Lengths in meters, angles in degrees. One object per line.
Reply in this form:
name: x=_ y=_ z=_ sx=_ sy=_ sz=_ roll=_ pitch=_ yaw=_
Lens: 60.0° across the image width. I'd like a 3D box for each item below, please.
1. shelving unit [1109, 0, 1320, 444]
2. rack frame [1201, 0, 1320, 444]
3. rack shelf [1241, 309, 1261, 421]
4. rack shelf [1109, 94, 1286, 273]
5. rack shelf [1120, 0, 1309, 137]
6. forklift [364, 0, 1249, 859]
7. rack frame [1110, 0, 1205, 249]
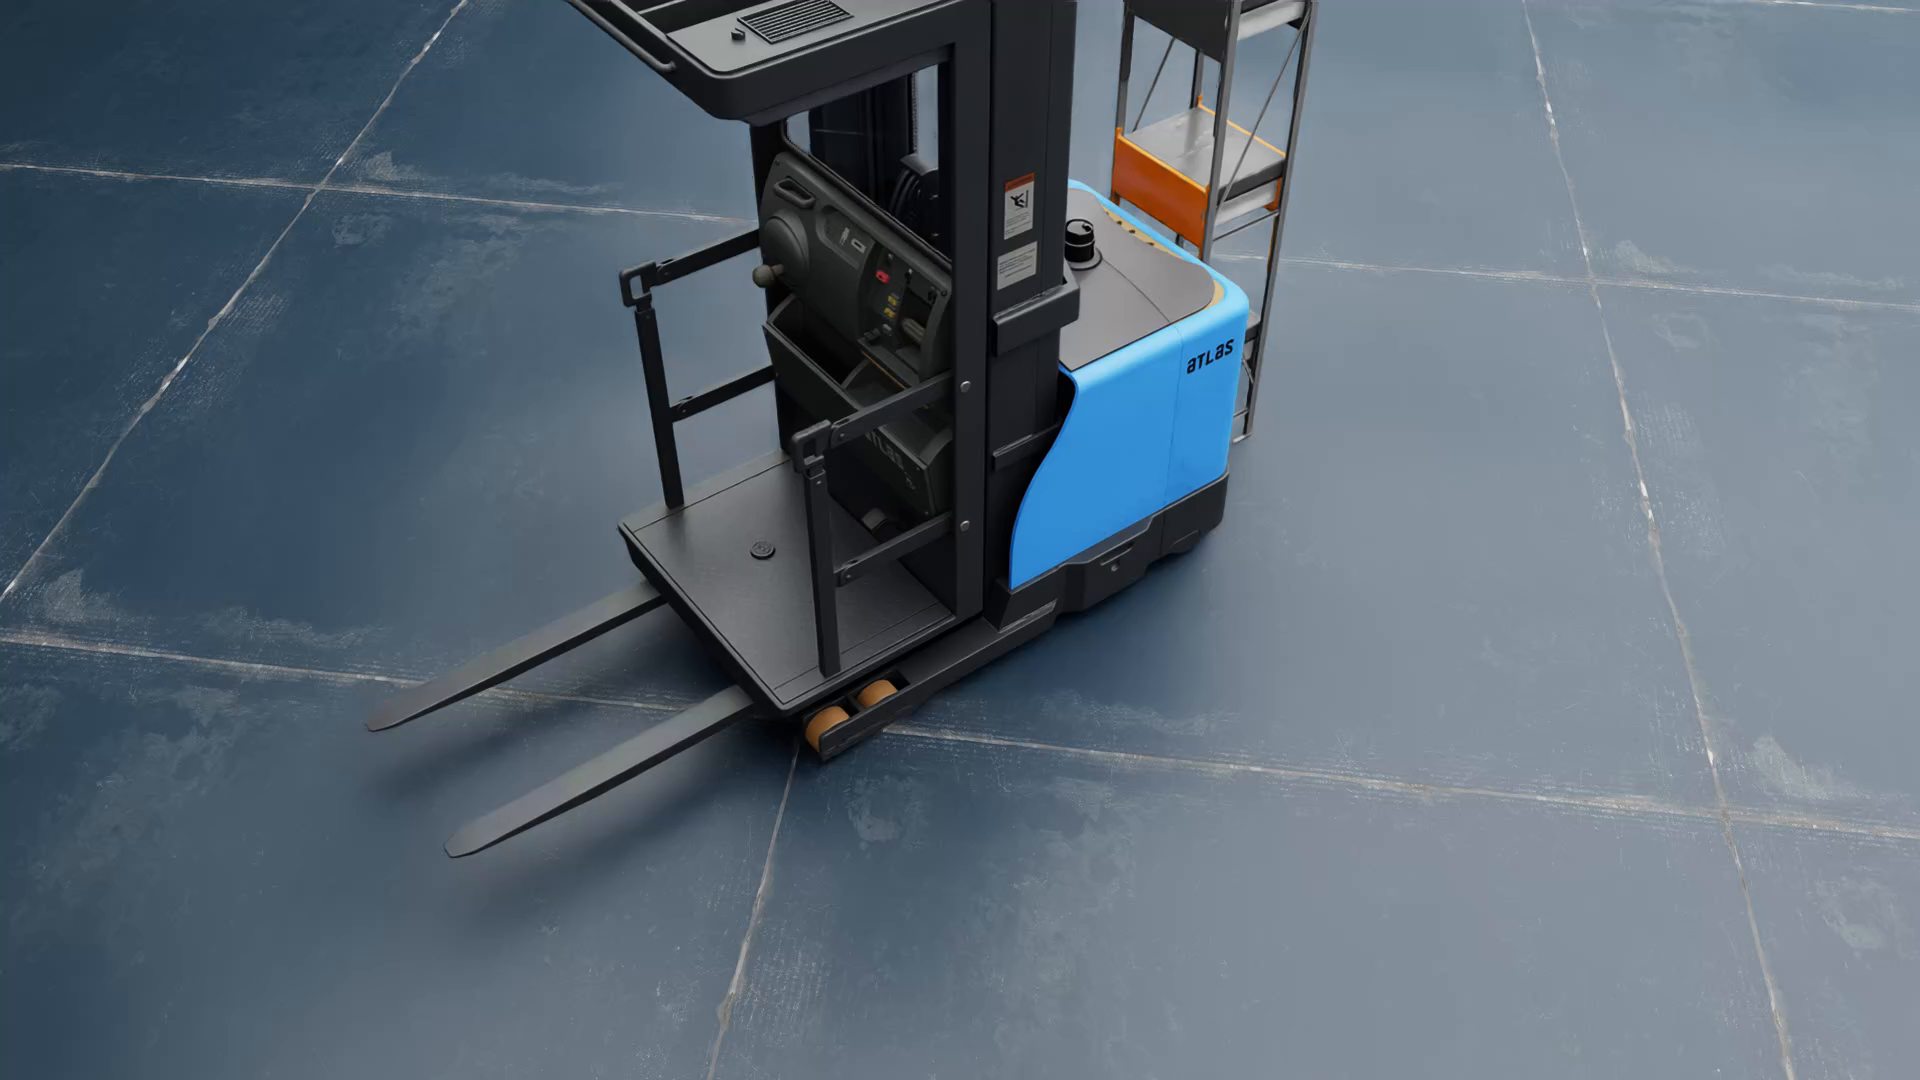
shelving unit: x=0.862 y=-1.238 z=6.030 sx=0.431 sy=2.100 sz=0.503 roll=-27 pitch=50 yaw=-26
rack frame: x=1.008 y=-1.104 z=5.888 sx=0.400 sy=2.100 sz=0.015 roll=-27 pitch=50 yaw=-26
rack shelf: x=0.861 y=-0.720 z=6.520 sx=0.431 sy=0.518 sz=0.480 roll=-27 pitch=50 yaw=-26
rack shelf: x=0.862 y=-1.228 z=6.039 sx=0.431 sy=0.518 sz=0.480 roll=-27 pitch=50 yaw=-26
rack shelf: x=0.863 y=-1.737 z=5.559 sx=0.431 sy=0.518 sz=0.480 roll=-27 pitch=50 yaw=-26
forklift: x=-0.496 y=-0.765 z=4.926 sx=3.031 sy=2.935 sz=1.130 roll=-27 pitch=50 yaw=-26
rack frame: x=0.716 y=-1.373 z=6.172 sx=0.400 sy=2.100 sz=0.015 roll=-27 pitch=50 yaw=-26
